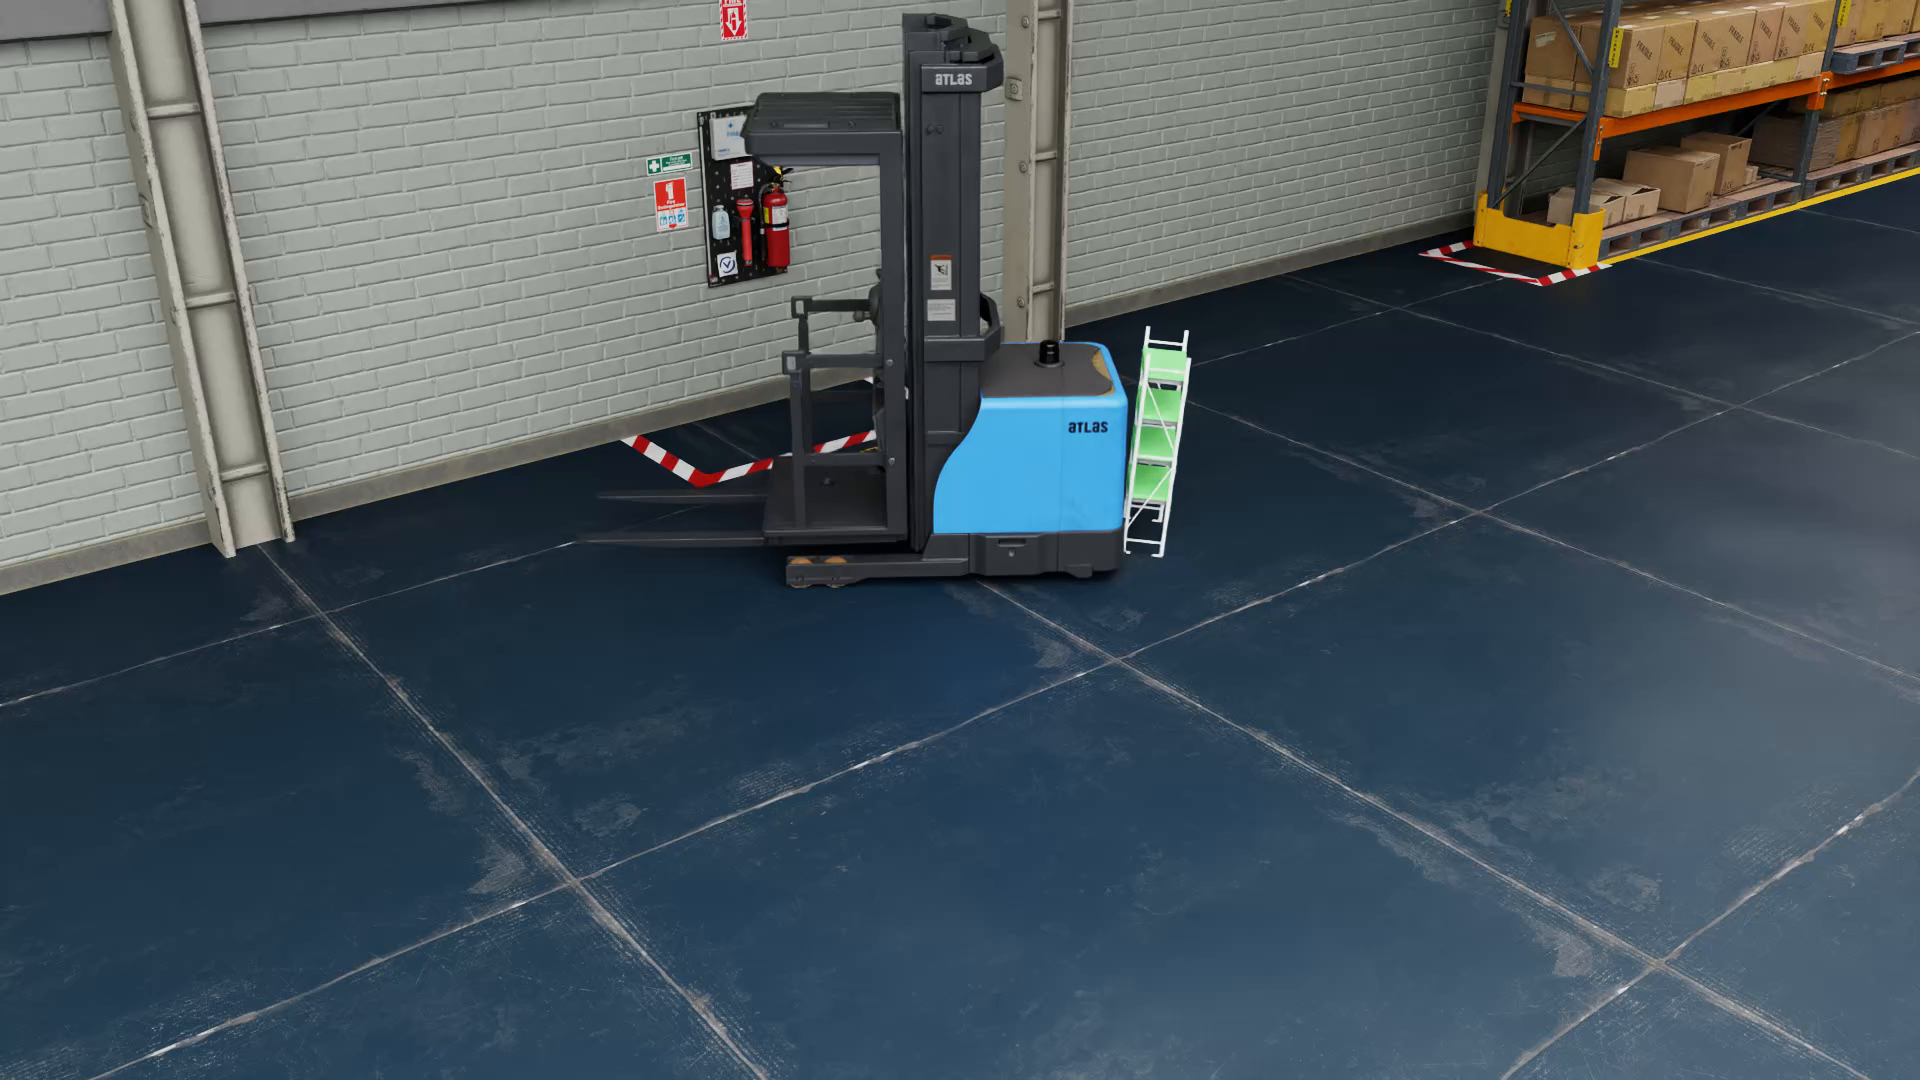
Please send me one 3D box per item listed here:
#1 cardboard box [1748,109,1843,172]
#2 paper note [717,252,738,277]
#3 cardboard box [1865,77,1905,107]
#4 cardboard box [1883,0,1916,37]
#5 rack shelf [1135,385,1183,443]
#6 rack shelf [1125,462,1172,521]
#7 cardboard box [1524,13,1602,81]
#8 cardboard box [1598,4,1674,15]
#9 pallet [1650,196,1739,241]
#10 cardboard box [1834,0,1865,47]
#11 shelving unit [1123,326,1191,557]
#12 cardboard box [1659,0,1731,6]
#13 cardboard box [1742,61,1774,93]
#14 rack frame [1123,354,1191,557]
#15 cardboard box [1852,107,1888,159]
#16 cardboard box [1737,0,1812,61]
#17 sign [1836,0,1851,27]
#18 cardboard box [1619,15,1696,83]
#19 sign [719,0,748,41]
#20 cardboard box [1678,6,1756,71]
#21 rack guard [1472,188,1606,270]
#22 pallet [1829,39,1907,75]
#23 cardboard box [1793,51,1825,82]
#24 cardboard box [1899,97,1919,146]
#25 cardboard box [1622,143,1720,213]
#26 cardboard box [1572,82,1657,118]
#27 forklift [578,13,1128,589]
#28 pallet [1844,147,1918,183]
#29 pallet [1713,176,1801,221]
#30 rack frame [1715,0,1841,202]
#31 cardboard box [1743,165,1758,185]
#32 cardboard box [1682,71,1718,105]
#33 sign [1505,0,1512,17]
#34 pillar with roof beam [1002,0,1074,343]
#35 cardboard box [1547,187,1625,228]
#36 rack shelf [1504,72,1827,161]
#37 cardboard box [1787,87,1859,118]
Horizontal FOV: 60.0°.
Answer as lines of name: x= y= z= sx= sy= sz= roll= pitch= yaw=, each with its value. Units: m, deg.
cardboard box: x=8.999 y=-4.310 z=17.920 sx=0.500 sy=0.500 sz=0.700 roll=-17 pitch=30 yaw=-32
paper note: x=-1.572 y=-1.866 z=11.254 sx=0.142 sy=0.148 sz=0.016 roll=-18 pitch=31 yaw=-34
cardboard box: x=10.154 y=-5.026 z=18.571 sx=0.500 sy=0.250 sz=0.500 roll=-18 pitch=31 yaw=-34
cardboard box: x=9.795 y=-5.738 z=17.908 sx=0.500 sy=0.500 sz=0.700 roll=-14 pitch=28 yaw=-27
rack shelf: x=1.127 y=-0.719 z=9.435 sx=0.258 sy=0.148 sz=0.480 roll=6 pitch=25 yaw=3
rack shelf: x=1.091 y=-0.287 z=9.640 sx=0.258 sy=0.148 sz=0.480 roll=6 pitch=25 yaw=3
cardboard box: x=5.522 y=-4.483 z=15.109 sx=0.500 sy=0.500 sz=0.500 roll=-19 pitch=31 yaw=-35
cardboard box: x=6.329 y=-4.746 z=15.676 sx=0.500 sy=0.500 sz=0.500 roll=-19 pitch=31 yaw=-35
pallet: x=6.963 y=-3.278 z=16.562 sx=1.213 sy=0.211 sz=1.003 roll=-18 pitch=31 yaw=-34
cardboard box: x=8.852 y=-5.413 z=17.210 sx=0.500 sy=0.500 sz=0.700 roll=-18 pitch=30 yaw=-34
shelving unit: x=1.114 y=-0.560 z=9.511 sx=0.258 sy=1.200 sz=0.503 roll=6 pitch=25 yaw=3
cardboard box: x=7.126 y=-5.015 z=16.256 sx=0.500 sy=0.500 sz=0.500 roll=-17 pitch=30 yaw=-33
cardboard box: x=7.461 y=-4.503 z=16.043 sx=0.500 sy=0.250 sz=0.500 roll=-18 pitch=31 yaw=-34
rack frame: x=1.090 y=-0.458 z=9.290 sx=0.240 sy=1.200 sz=0.015 roll=6 pitch=25 yaw=3
cardboard box: x=9.801 y=-4.580 z=18.502 sx=0.500 sy=0.500 sz=0.700 roll=-18 pitch=30 yaw=-33
cardboard box: x=7.860 y=-4.972 z=16.163 sx=0.500 sy=0.500 sz=0.500 roll=-18 pitch=31 yaw=-34
sign: x=8.771 y=-5.262 z=16.497 sx=0.005 sy=0.325 sz=0.100 roll=-18 pitch=31 yaw=-34
cardboard box: x=6.239 y=-4.439 z=15.016 sx=0.500 sy=0.500 sz=0.500 roll=-18 pitch=30 yaw=-34
sign: x=-1.458 y=-3.371 z=10.697 sx=0.199 sy=0.298 sz=0.001 roll=-18 pitch=31 yaw=-34
cardboard box: x=7.048 y=-4.709 z=15.598 sx=0.500 sy=0.500 sz=0.500 roll=-17 pitch=30 yaw=-32
rack guard: x=5.342 y=-2.894 z=15.393 sx=0.348 sy=0.500 sz=1.175 roll=-18 pitch=31 yaw=-34
pallet: x=9.121 y=-5.111 z=17.427 sx=1.213 sy=0.211 sz=1.003 roll=-18 pitch=31 yaw=-34
cardboard box: x=8.244 y=-4.765 z=16.609 sx=0.500 sy=0.250 sz=0.500 roll=-18 pitch=30 yaw=-34
cardboard box: x=10.566 y=-4.853 z=19.090 sx=0.500 sy=0.500 sz=0.700 roll=-18 pitch=31 yaw=-34
cardboard box: x=6.939 y=-3.546 z=16.275 sx=0.500 sy=0.500 sz=0.700 roll=-21 pitch=32 yaw=-37
cardboard box: x=5.862 y=-3.971 z=14.898 sx=0.500 sy=0.250 sz=0.500 roll=-19 pitch=31 yaw=-35
forklift: x=-0.620 y=-1.289 z=9.046 sx=3.031 sy=2.935 sz=1.130 roll=-1 pitch=25 yaw=-2
pallet: x=10.002 y=-4.304 z=18.773 sx=1.213 sy=0.211 sz=1.003 roll=-18 pitch=31 yaw=-34
pallet: x=7.923 y=-3.596 z=17.249 sx=1.213 sy=0.211 sz=1.003 roll=-18 pitch=31 yaw=-34
rack frame: x=8.430 y=-5.048 z=17.063 sx=0.127 sy=3.000 sz=1.000 roll=-18 pitch=31 yaw=-34
cardboard box: x=8.028 y=-3.813 z=17.246 sx=0.380 sy=0.166 sz=0.250 roll=22 pitch=33 yaw=39
cardboard box: x=6.667 y=-4.241 z=15.479 sx=0.500 sy=0.250 sz=0.500 roll=-19 pitch=31 yaw=-35
sign: x=4.956 y=-4.866 z=14.921 sx=0.005 sy=0.325 sz=0.100 roll=-18 pitch=31 yaw=-34
pillar with roof beam: x=3.234 y=-4.213 z=8.139 sx=0.400 sy=9.000 sz=9.100 roll=-18 pitch=31 yaw=-34
cardboard box: x=5.882 y=-3.138 z=15.620 sx=0.500 sy=0.311 sz=0.500 roll=-23 pitch=33 yaw=-40
rack shelf: x=6.856 y=-4.202 z=16.095 sx=4.000 sy=0.370 sz=1.077 roll=-18 pitch=31 yaw=-34
cardboard box: x=9.343 y=-4.766 z=18.011 sx=0.500 sy=0.250 sz=0.500 roll=-19 pitch=31 yaw=-35
